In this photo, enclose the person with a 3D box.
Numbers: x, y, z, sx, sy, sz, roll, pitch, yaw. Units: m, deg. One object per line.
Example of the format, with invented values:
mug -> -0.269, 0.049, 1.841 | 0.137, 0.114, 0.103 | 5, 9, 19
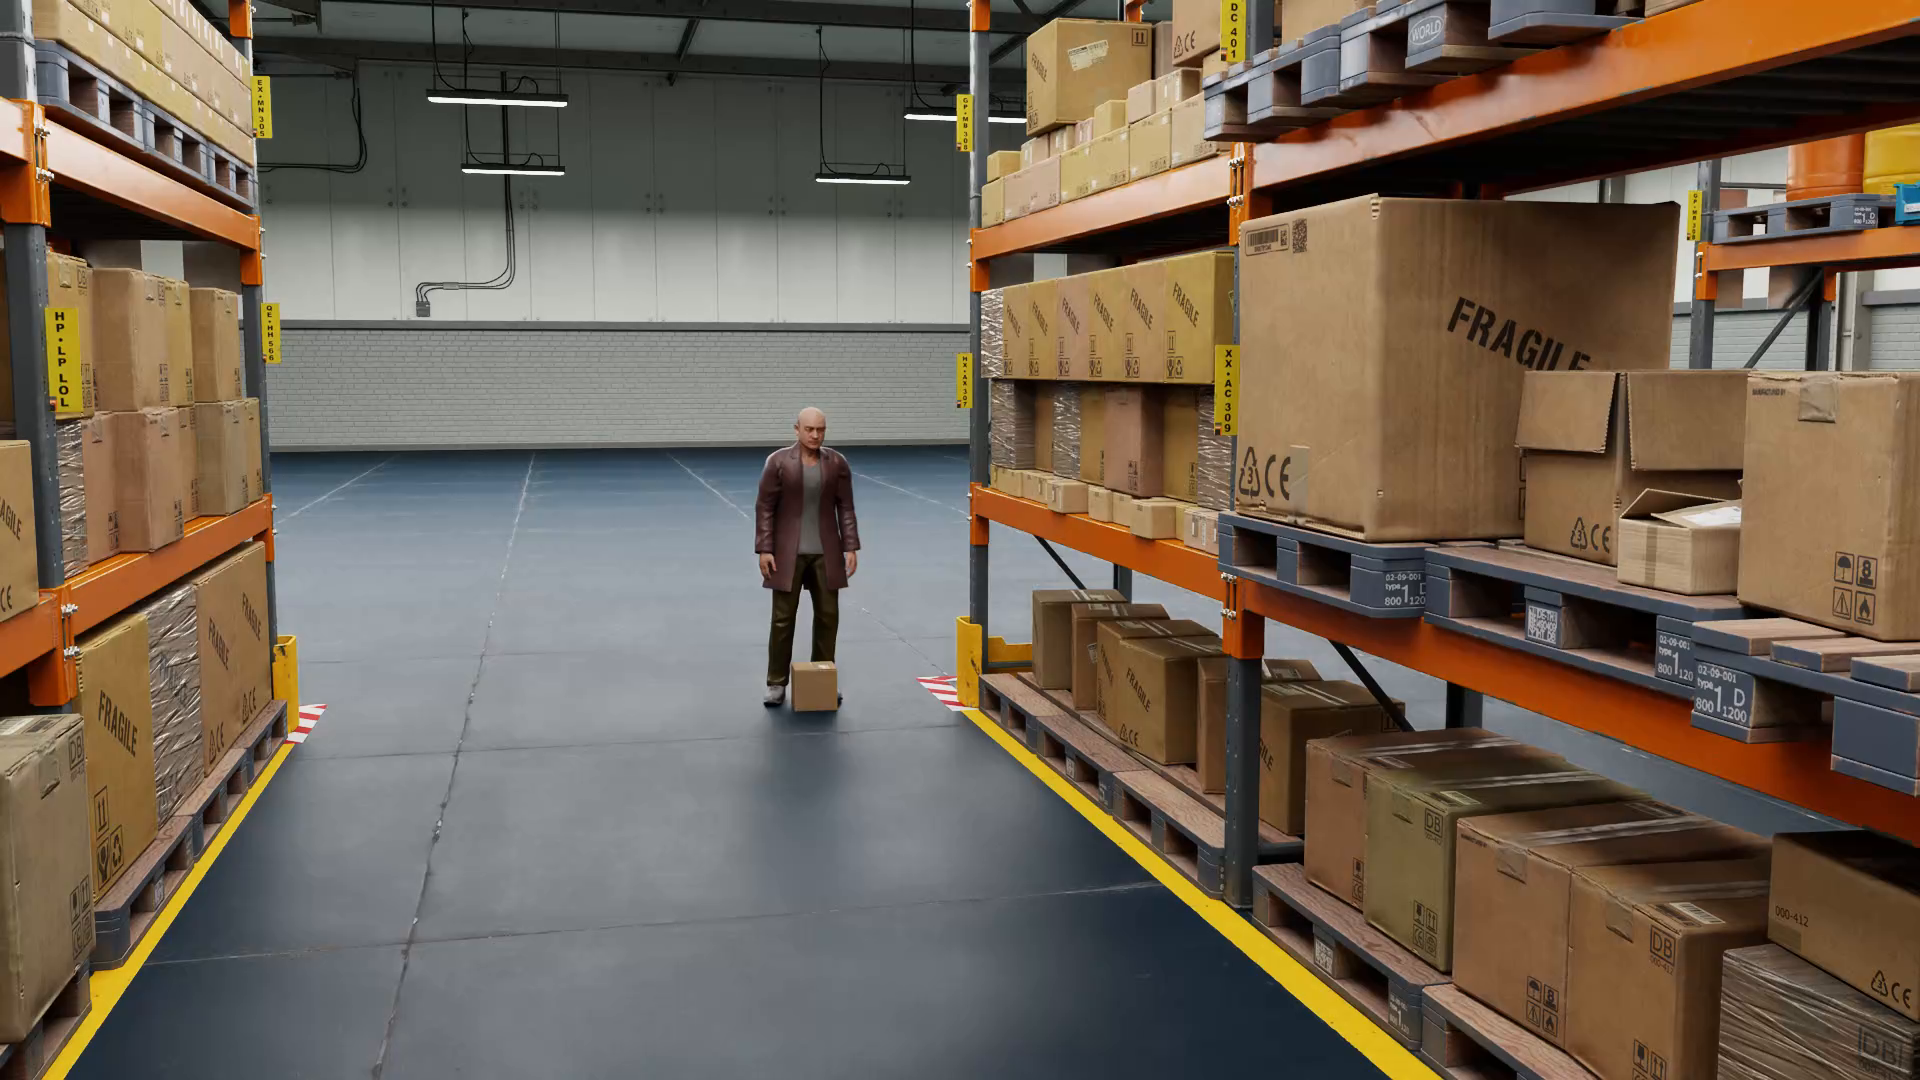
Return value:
person -> -0.919, 0.086, 10.057 | 0.654, 1.774, 0.420 | -2, 6, -17
